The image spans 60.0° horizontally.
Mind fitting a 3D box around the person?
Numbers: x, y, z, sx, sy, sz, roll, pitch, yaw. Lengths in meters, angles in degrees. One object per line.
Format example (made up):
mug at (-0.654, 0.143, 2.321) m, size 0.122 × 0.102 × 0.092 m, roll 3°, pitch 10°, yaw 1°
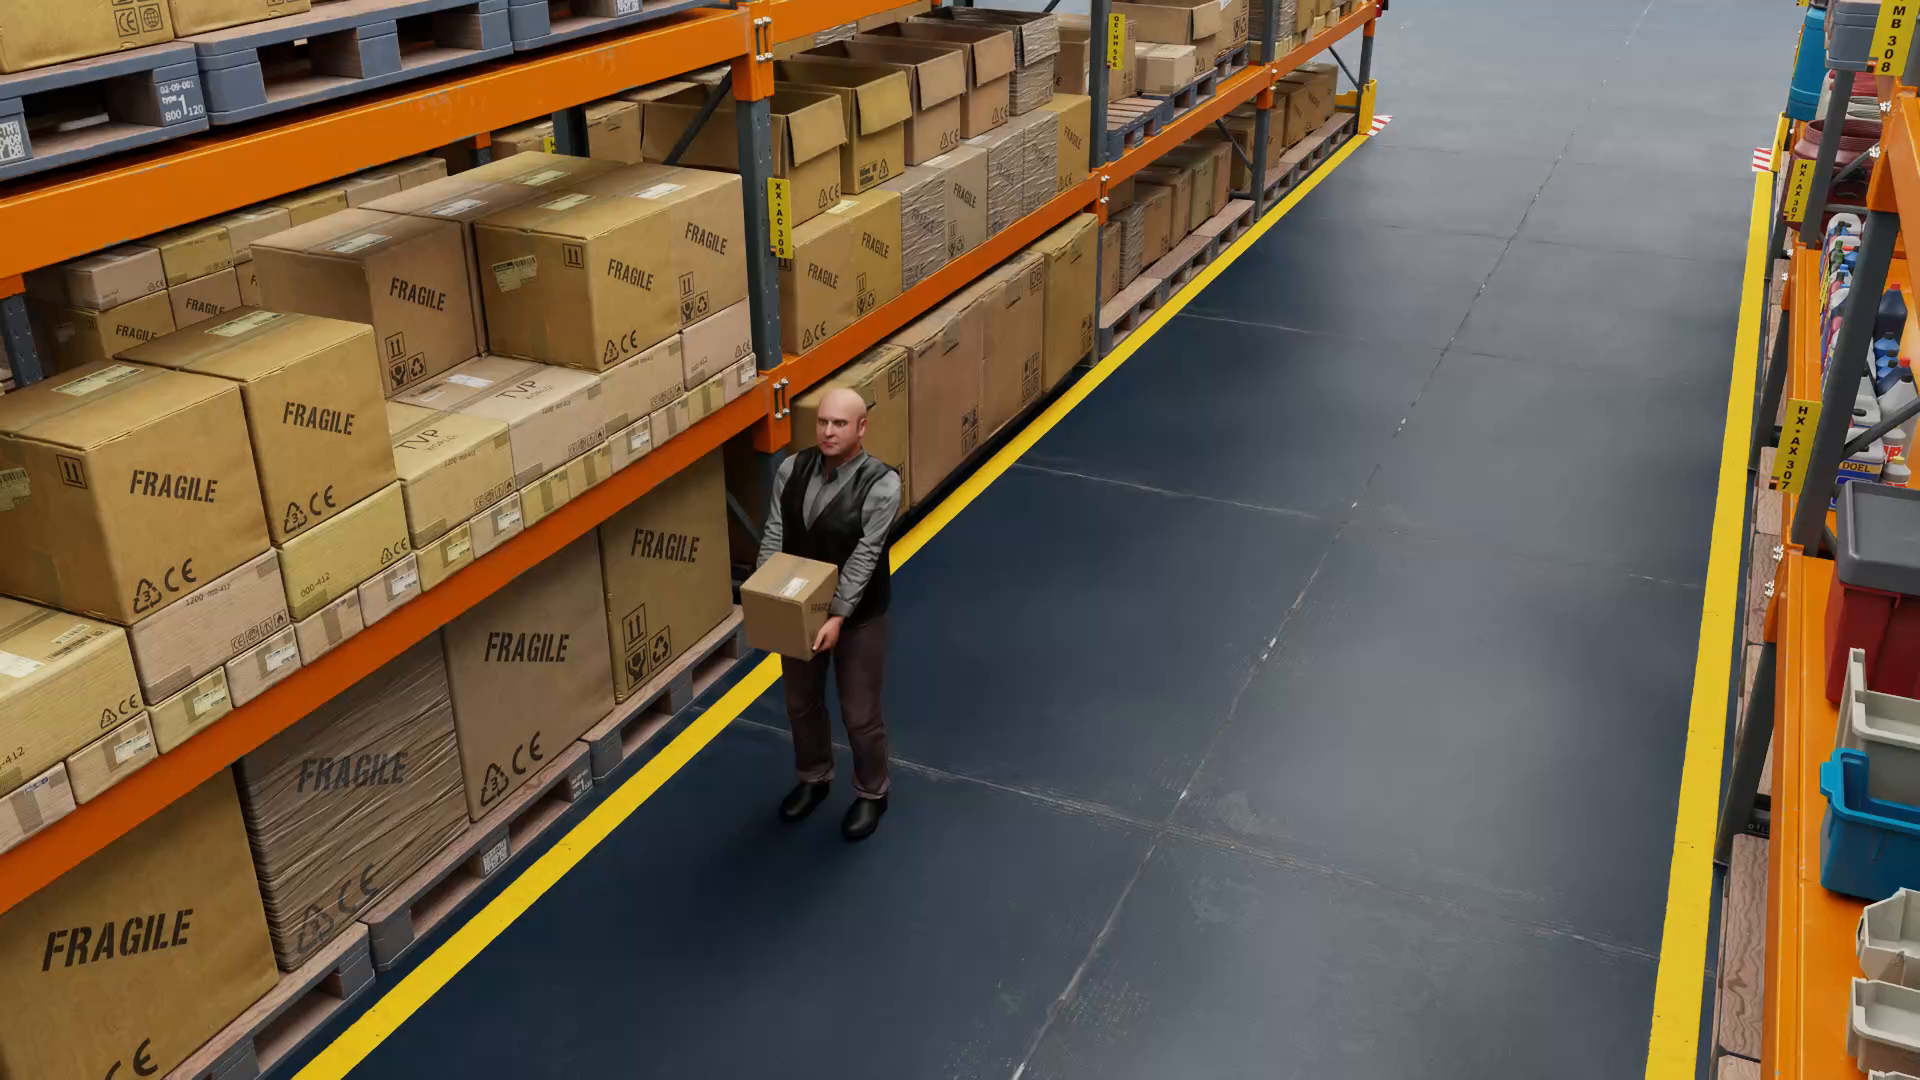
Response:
person at (-0.489, 0.309, 6.016) m, size 0.494 × 1.711 × 0.539 m, roll 12°, pitch 28°, yaw 23°
